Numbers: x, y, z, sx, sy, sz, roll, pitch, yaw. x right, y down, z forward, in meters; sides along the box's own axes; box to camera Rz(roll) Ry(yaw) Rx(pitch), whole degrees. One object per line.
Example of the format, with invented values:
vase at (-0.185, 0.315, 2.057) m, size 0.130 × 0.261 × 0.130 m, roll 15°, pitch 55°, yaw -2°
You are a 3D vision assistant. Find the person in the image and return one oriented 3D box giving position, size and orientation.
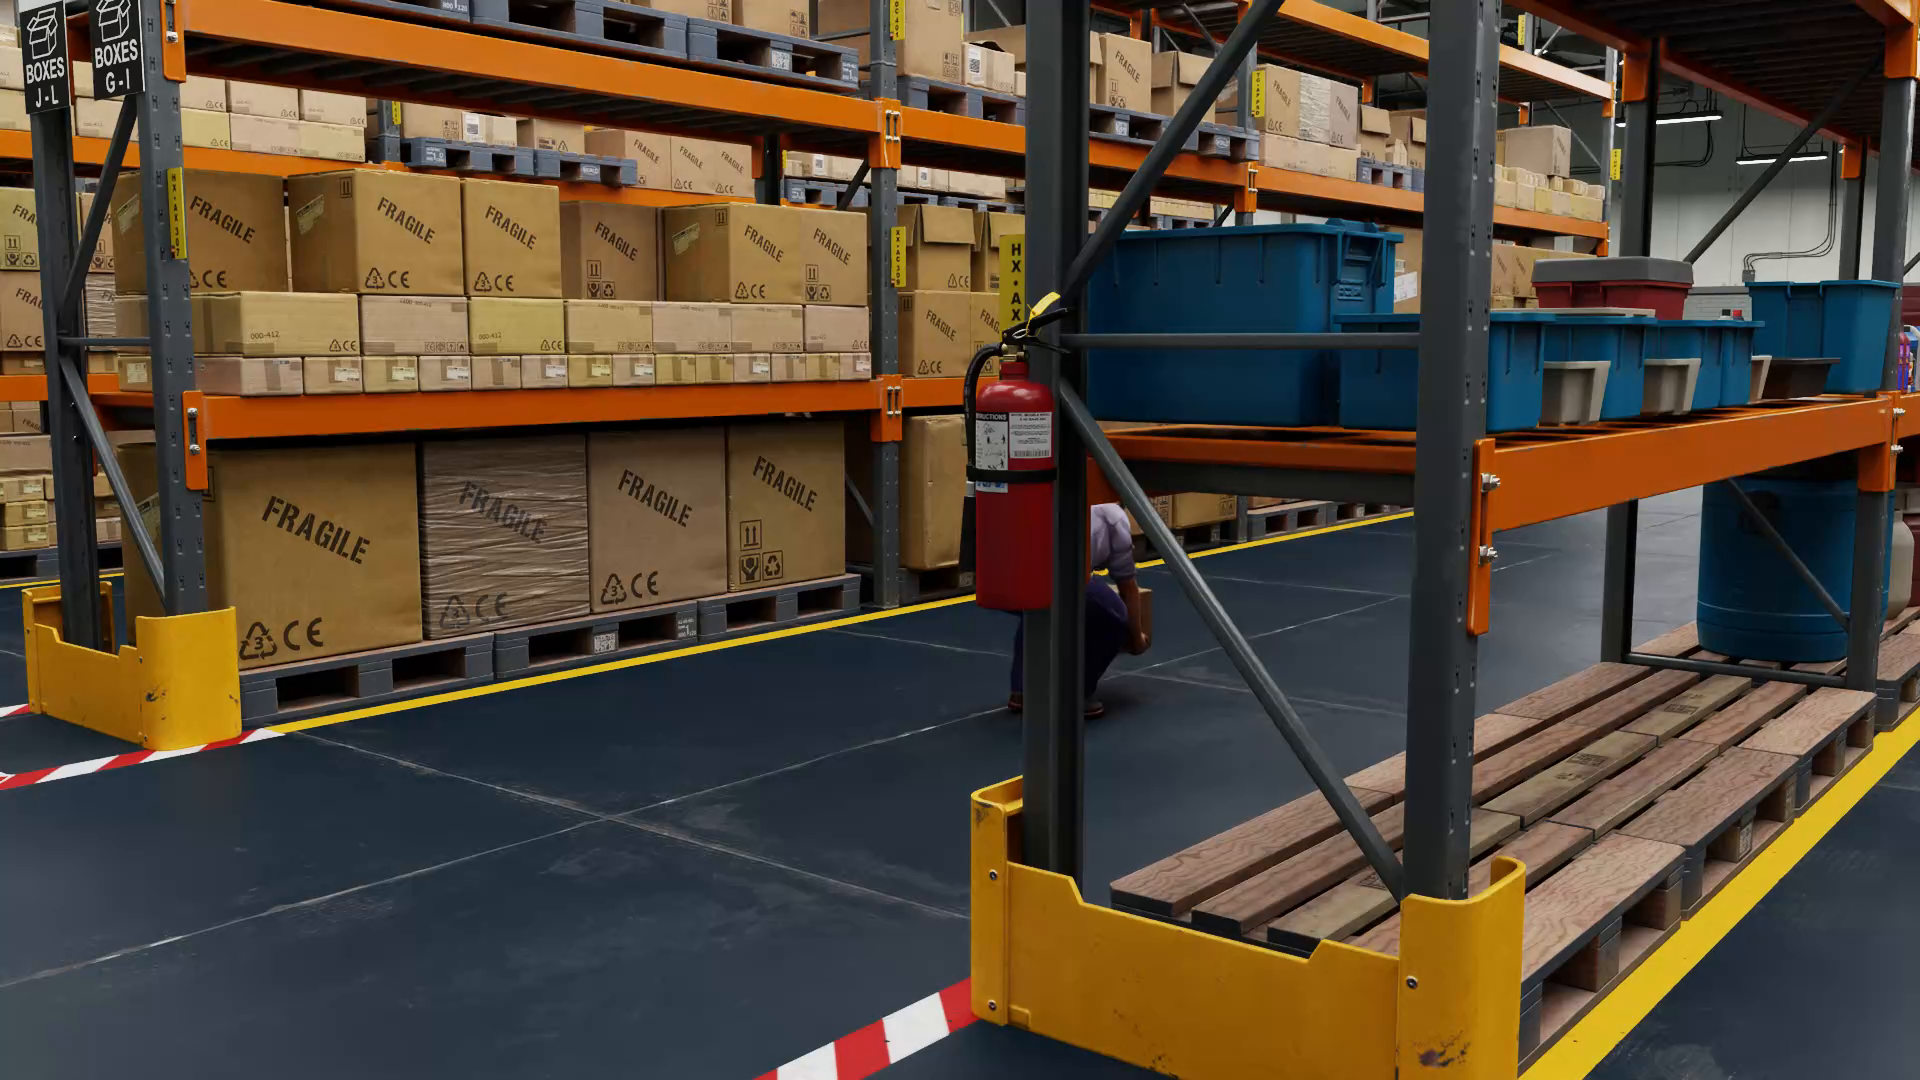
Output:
person at (0.449, 0.234, 6.857) m, size 0.508 × 0.941 × 0.868 m, roll 5°, pitch 8°, yaw 36°
